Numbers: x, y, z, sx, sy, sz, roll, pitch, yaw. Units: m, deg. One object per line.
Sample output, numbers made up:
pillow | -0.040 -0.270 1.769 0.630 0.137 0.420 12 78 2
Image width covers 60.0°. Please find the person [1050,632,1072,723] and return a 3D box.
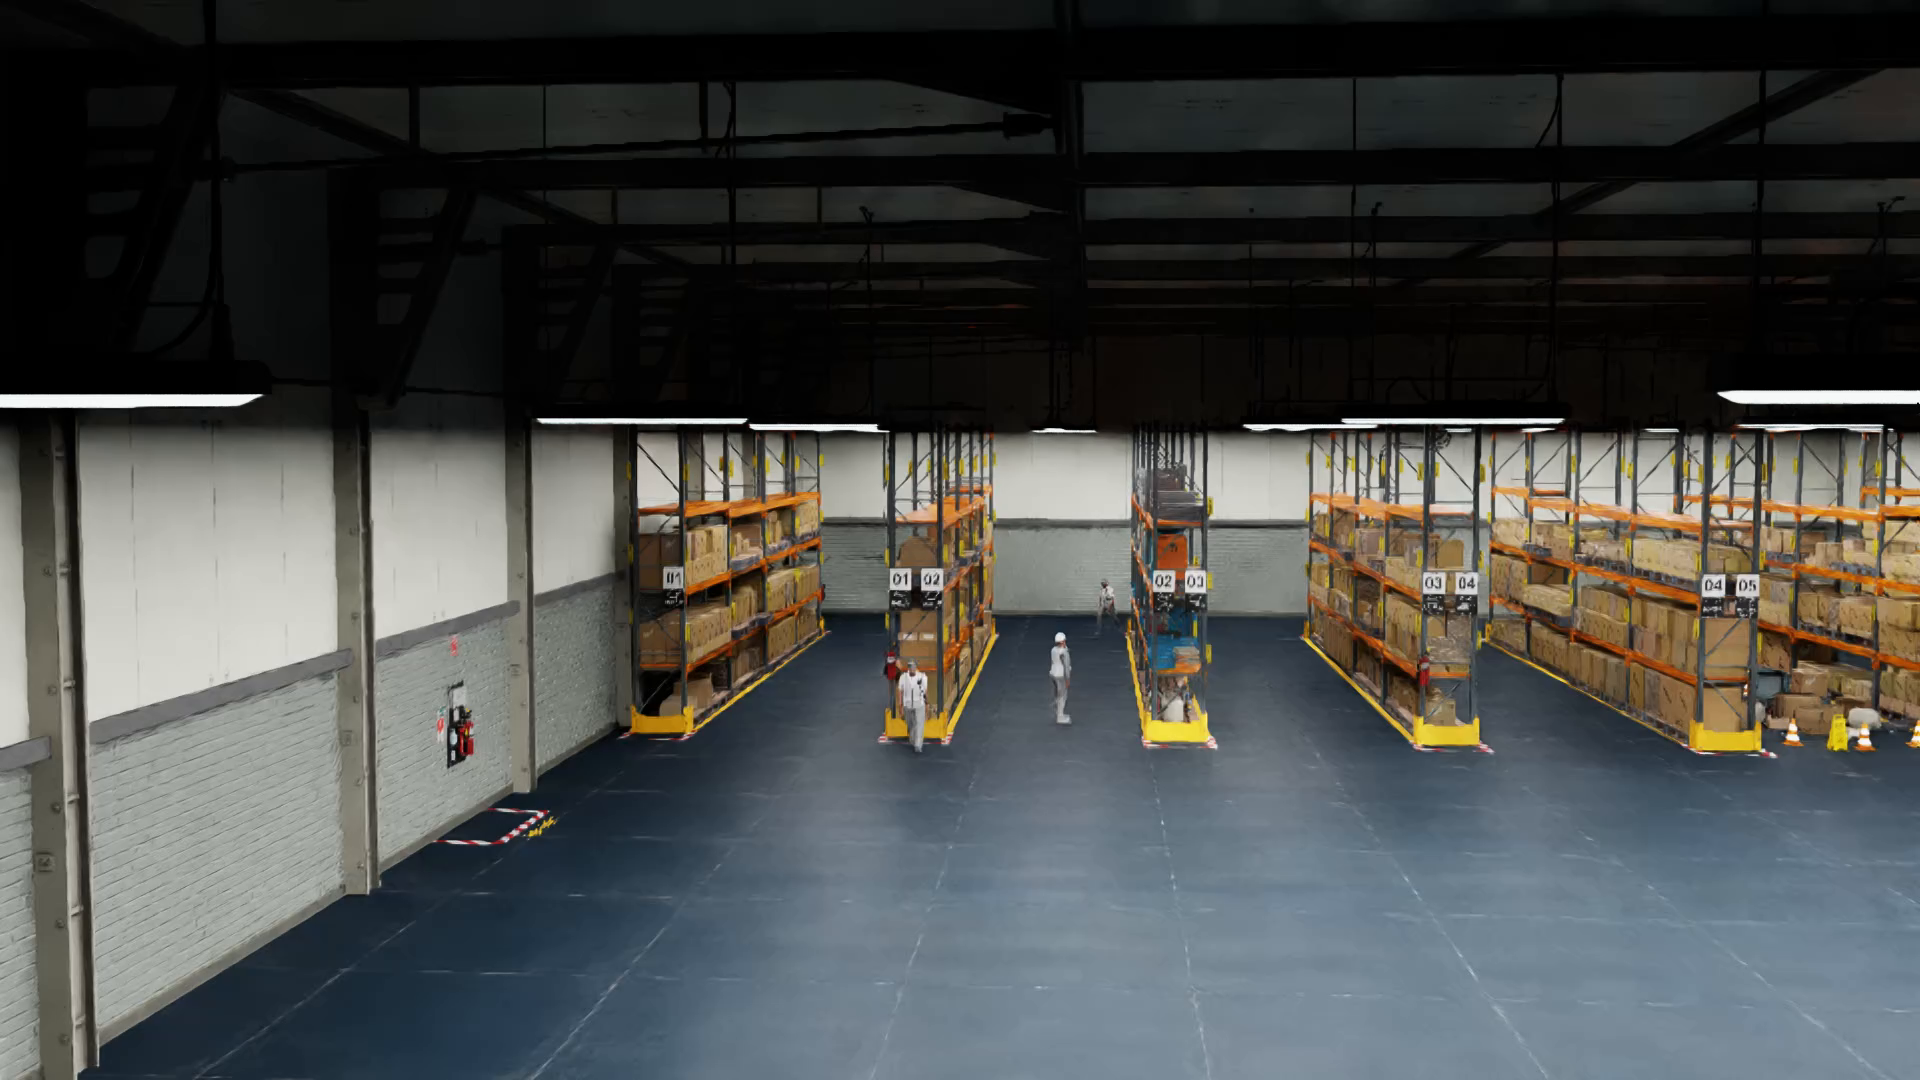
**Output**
person | 2.042 2.725 33.135 0.448 1.780 0.586 -2 4 -25

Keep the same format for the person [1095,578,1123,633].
person | 4.307 1.882 48.103 0.604 1.602 0.797 3 5 41

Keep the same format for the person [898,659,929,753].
person | -0.855 2.963 30.087 0.542 1.675 1.126 0 4 7
